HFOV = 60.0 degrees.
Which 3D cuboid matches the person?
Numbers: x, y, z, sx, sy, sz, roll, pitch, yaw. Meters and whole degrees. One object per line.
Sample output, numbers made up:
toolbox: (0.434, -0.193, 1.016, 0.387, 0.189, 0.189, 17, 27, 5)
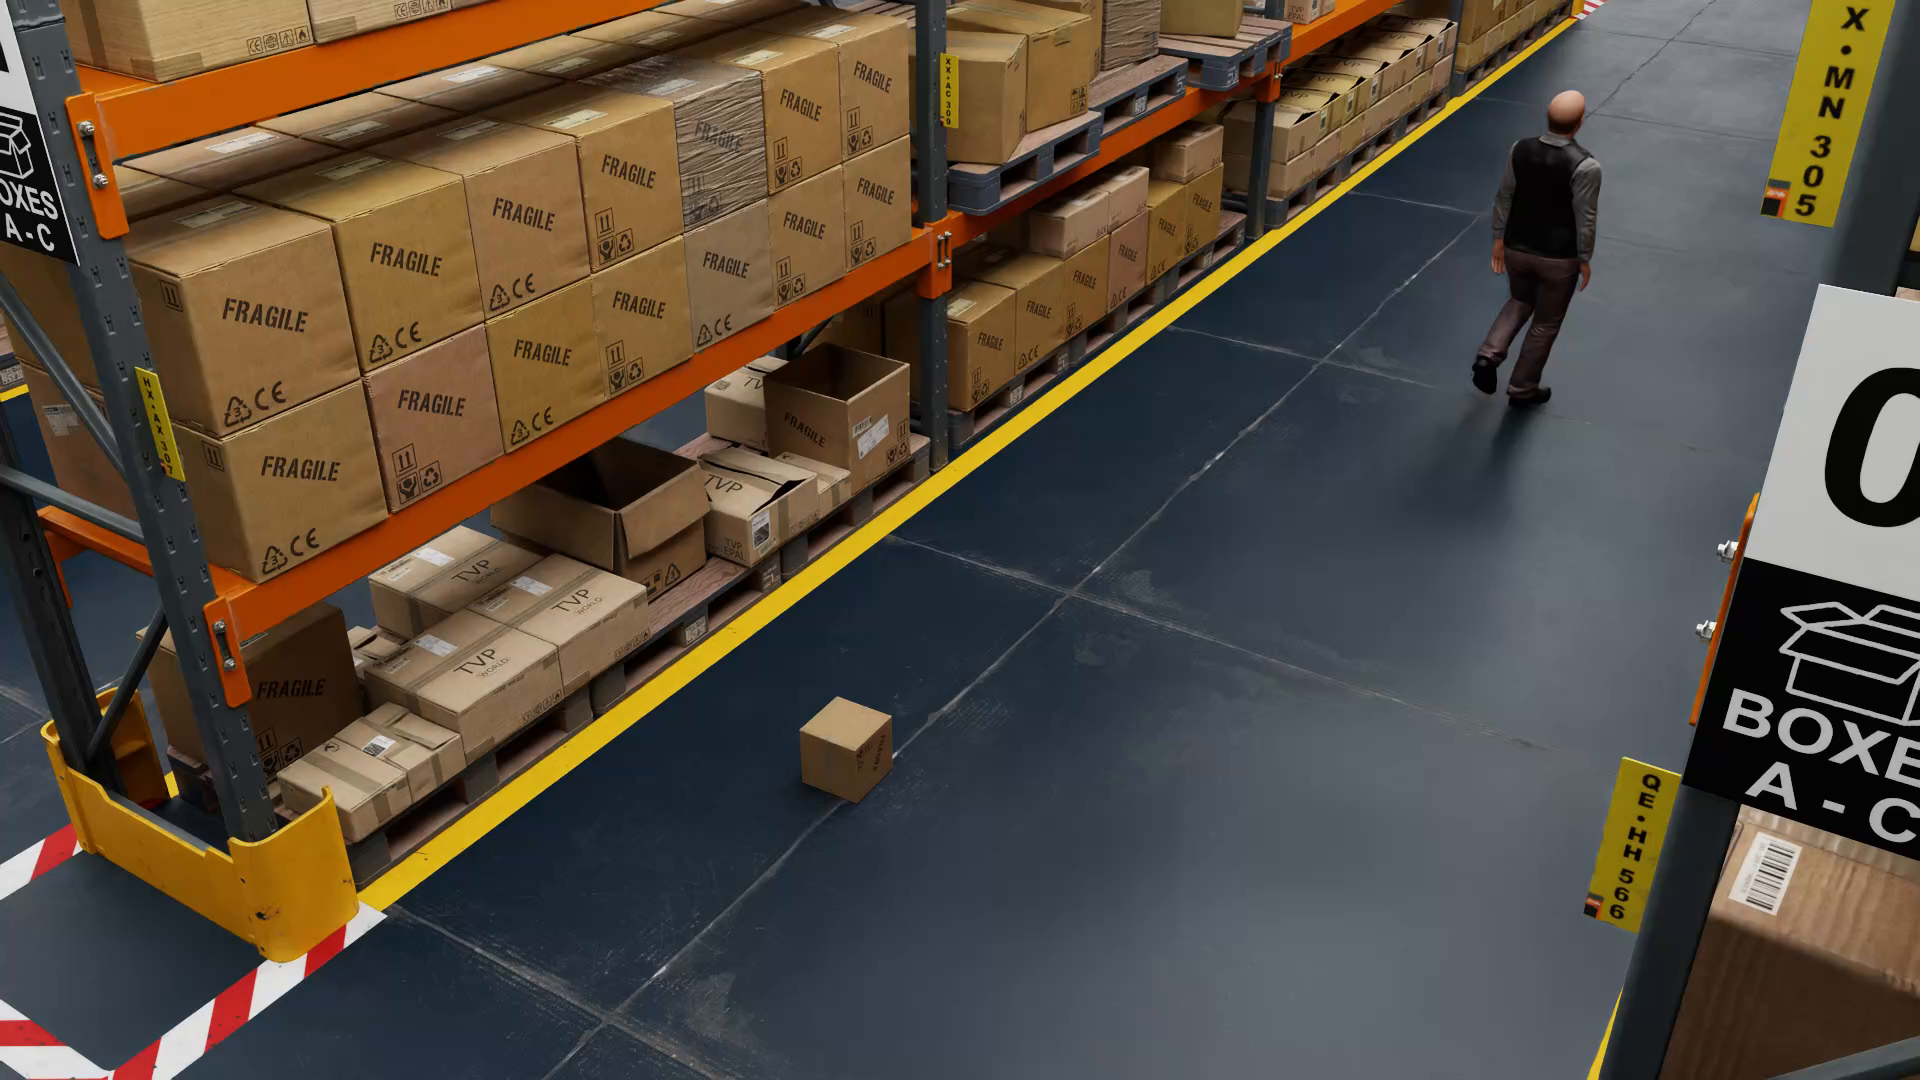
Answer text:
person: (3.028, -1.494, 8.672, 0.498, 1.710, 0.544, -23, 37, -34)
